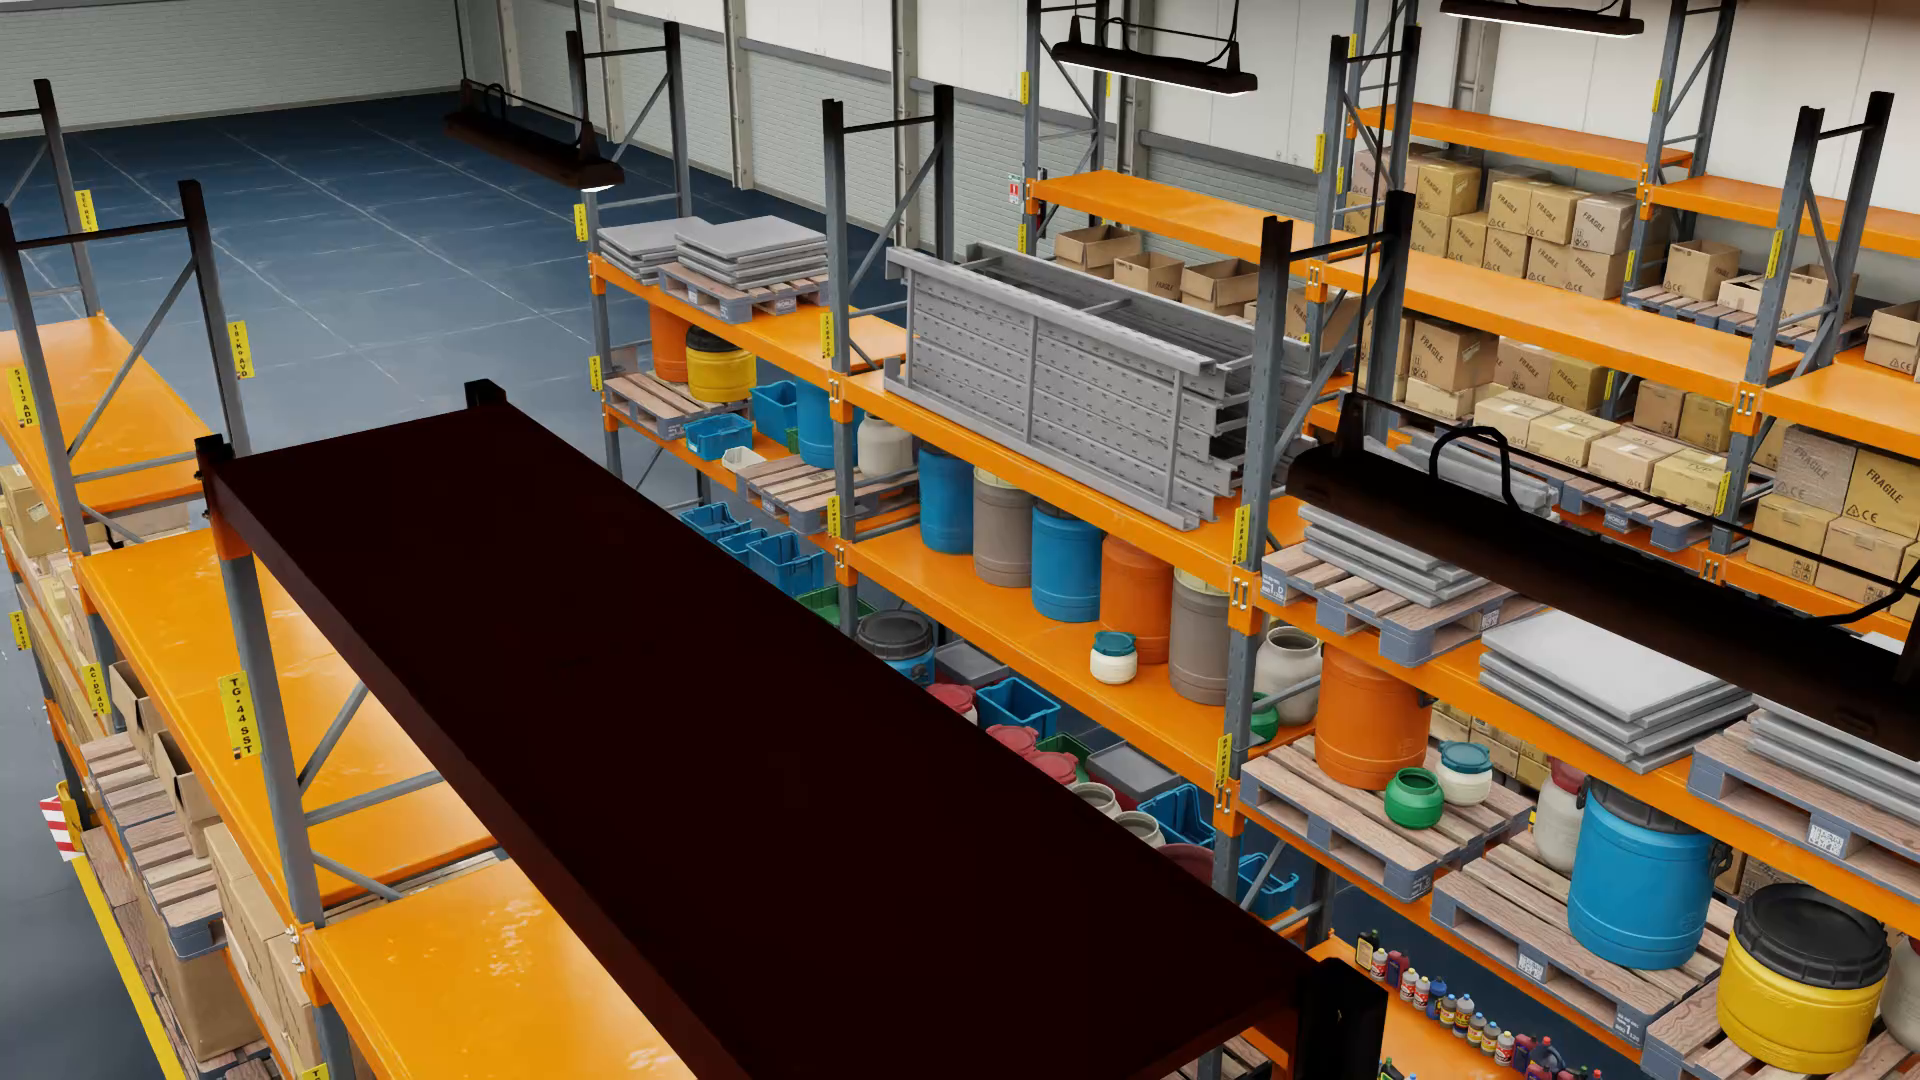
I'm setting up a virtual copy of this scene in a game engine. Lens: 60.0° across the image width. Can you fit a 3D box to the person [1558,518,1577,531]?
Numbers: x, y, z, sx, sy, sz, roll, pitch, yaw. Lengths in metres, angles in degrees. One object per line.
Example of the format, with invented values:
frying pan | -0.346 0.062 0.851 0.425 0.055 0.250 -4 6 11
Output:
person | 6.077 0.069 16.961 1.009 1.535 0.523 23 33 40
